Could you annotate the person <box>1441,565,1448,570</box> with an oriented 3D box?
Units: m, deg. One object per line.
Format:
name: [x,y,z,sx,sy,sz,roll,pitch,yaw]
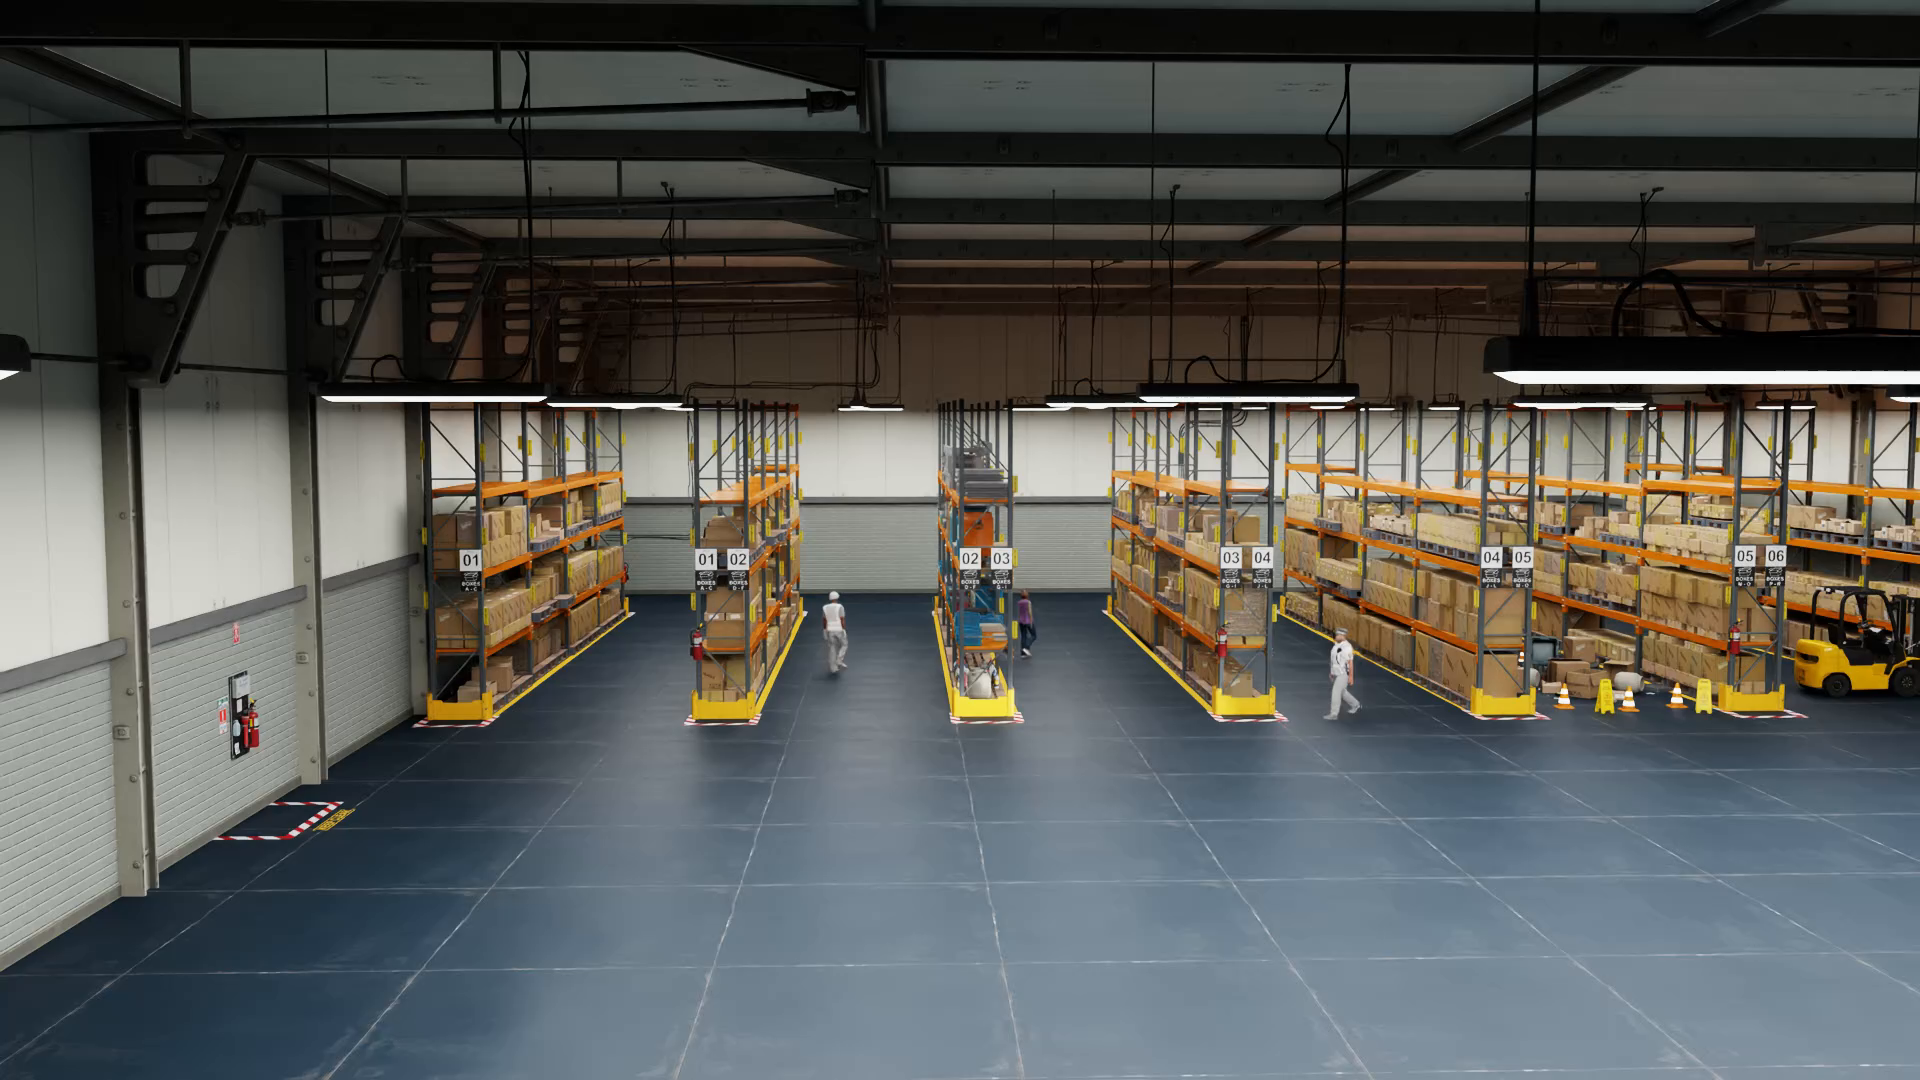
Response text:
person: [12.840,1.499,44.019,0.619,1.776,0.608,0,4,1]

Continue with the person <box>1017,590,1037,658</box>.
person: [1.528,1.974,38.899,0.495,1.586,0.446,4,6,39]

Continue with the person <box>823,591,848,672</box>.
person: [-2.780,2.025,36.899,0.585,1.774,0.474,1,4,13]

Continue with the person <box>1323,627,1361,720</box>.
person: [7.186,2.483,31.134,1.019,1.726,0.539,-2,5,-27]
